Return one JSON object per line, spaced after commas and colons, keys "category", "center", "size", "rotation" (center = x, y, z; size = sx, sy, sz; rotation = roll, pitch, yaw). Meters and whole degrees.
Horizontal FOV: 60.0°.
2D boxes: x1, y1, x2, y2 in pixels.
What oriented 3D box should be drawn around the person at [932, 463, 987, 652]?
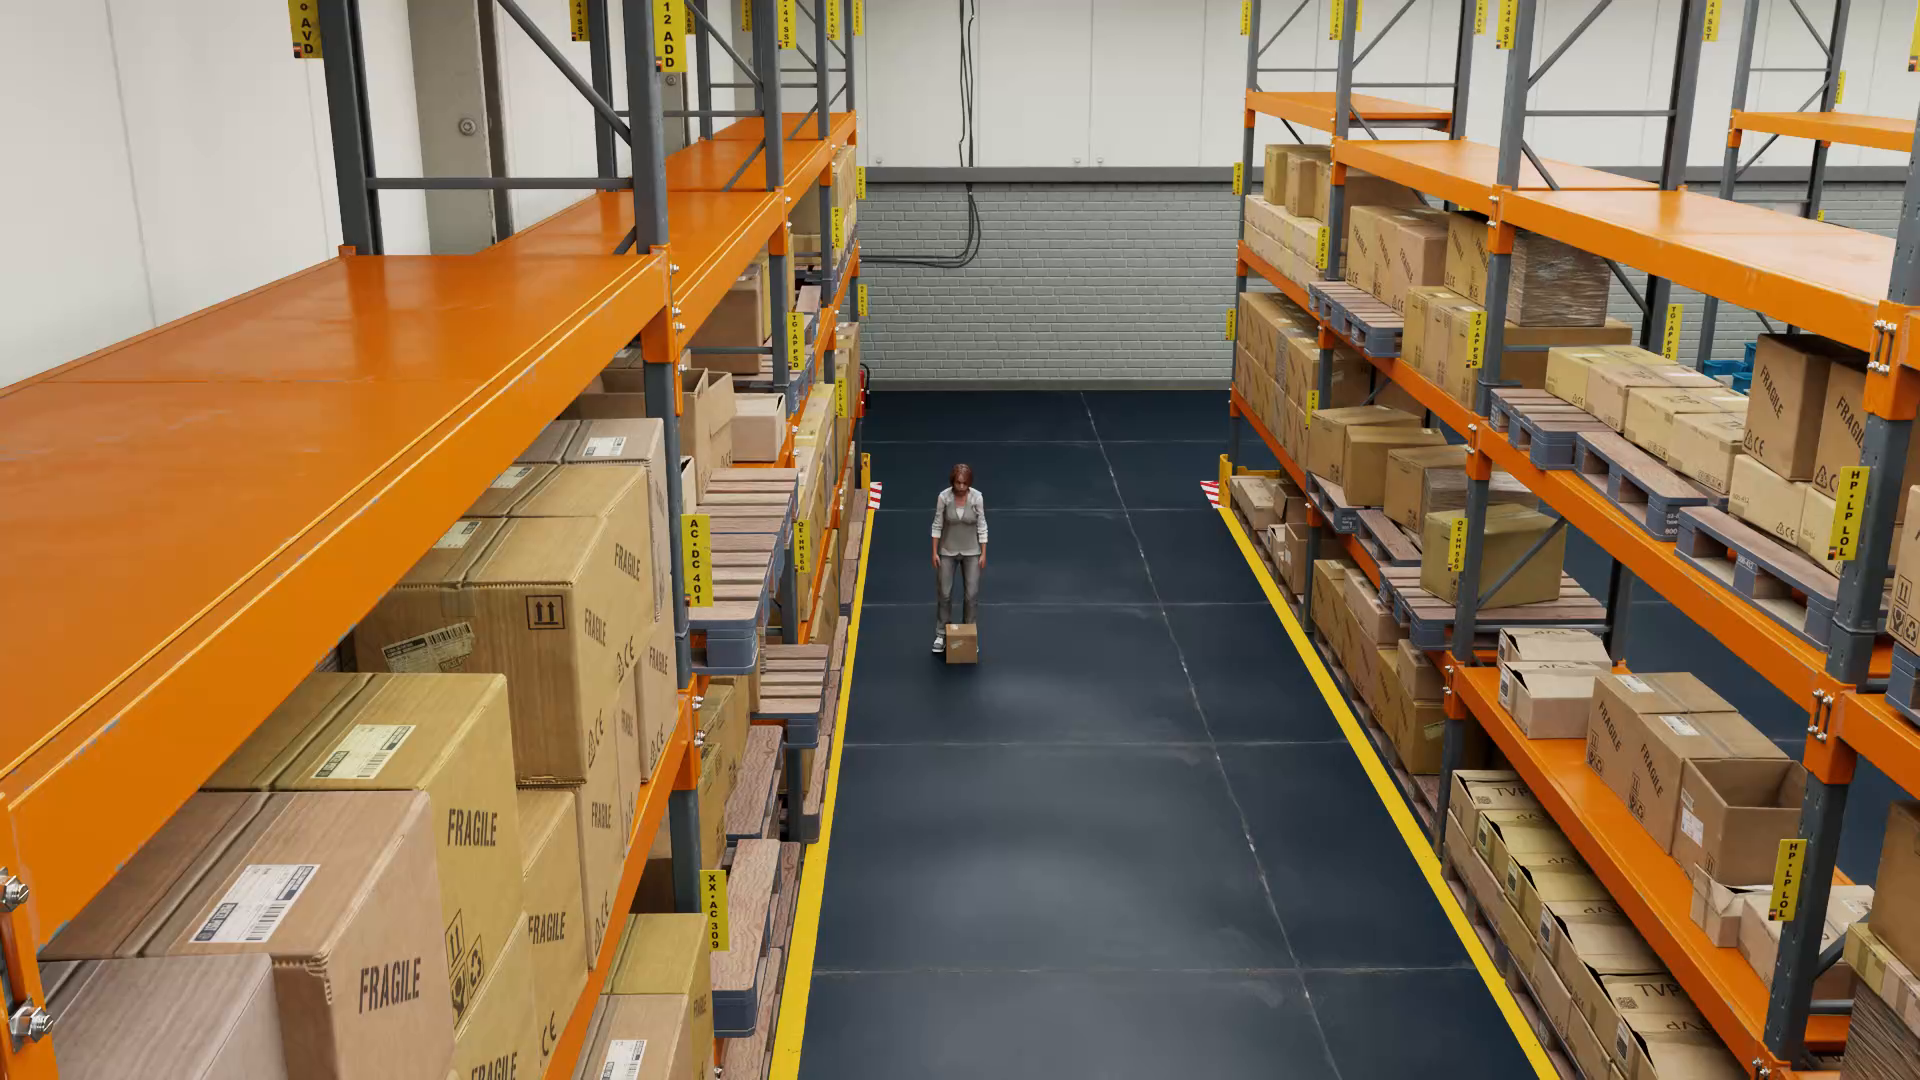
{"category": "person", "center": [-0.004, 0.139, 13.615], "size": [0.459, 1.591, 0.371], "rotation": [0, 17, 0]}
